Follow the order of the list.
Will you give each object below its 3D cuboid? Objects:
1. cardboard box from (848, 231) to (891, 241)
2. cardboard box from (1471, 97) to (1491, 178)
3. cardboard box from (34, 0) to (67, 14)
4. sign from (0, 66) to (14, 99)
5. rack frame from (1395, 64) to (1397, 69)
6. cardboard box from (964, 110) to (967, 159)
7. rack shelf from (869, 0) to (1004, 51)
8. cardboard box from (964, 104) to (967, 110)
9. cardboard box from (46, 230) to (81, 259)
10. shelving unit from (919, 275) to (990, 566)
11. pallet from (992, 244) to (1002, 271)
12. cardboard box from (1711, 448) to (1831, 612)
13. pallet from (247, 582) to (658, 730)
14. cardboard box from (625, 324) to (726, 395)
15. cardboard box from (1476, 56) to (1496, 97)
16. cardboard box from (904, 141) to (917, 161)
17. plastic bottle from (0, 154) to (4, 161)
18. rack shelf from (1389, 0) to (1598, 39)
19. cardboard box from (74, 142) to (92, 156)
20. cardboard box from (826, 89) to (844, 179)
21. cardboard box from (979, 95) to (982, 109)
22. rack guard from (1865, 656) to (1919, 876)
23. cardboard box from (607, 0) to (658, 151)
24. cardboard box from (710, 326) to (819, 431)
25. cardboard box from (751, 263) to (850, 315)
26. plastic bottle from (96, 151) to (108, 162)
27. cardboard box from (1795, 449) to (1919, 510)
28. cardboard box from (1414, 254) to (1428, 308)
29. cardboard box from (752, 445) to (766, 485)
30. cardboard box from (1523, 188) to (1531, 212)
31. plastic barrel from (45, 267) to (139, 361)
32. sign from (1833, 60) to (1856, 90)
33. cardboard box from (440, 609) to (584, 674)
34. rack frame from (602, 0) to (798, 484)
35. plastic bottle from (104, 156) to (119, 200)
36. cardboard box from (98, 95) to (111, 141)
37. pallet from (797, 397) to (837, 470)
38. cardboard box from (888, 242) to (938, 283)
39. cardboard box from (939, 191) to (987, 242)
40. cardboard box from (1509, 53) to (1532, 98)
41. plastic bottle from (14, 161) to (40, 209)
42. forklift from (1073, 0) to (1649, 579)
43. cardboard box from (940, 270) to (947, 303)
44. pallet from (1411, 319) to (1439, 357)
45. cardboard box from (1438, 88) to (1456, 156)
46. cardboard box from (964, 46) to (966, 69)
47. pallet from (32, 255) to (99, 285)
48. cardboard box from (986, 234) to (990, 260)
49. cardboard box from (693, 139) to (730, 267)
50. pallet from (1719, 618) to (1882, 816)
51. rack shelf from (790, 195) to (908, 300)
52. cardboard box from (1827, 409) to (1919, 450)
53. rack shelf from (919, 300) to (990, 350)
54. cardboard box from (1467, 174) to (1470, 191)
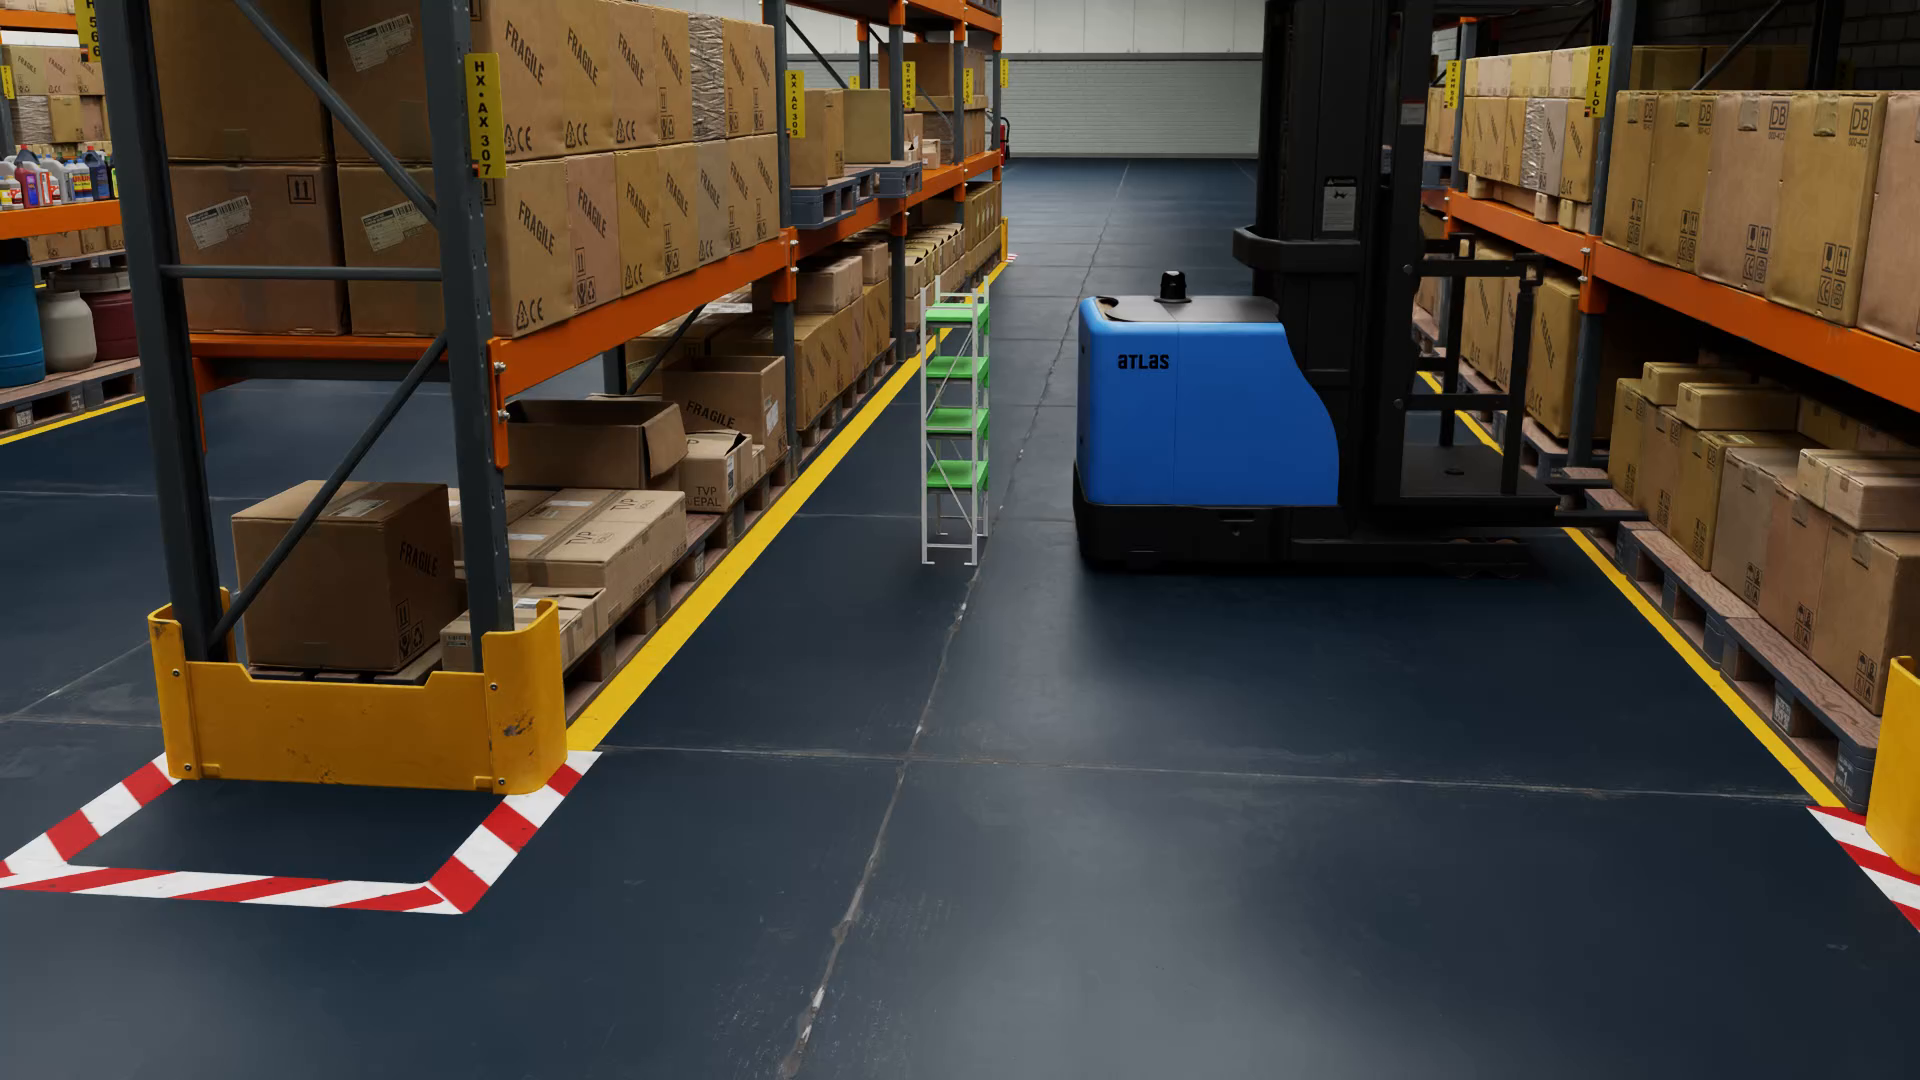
[{"bbox_3d":[-0.878,-2.633,15.041,0.500,0.311,0.500,1,15,4],"label":"cardboard box"},{"bbox_3d":[3.629,-2.616,10.789,0.500,0.500,0.500,2,15,8],"label":"cardboard box"},{"bbox_3d":[-9.948,-5.765,17.778,0.500,0.250,0.500,2,15,6],"label":"cardboard box"},{"bbox_3d":[-9.756,-4.687,17.030,0.100,0.325,0.005,2,15,6],"label":"sign"},{"bbox_3d":[4.909,-4.743,19.456,1.000,3.000,0.127,2,15,6],"label":"rack frame"},{"bbox_3d":[-0.308,-4.281,17.556,0.700,0.500,0.500,2,15,7],"label":"cardboard box"},{"bbox_3d":[-0.239,-5.470,17.776,1.077,0.370,4.000,2,15,6],"label":"rack shelf"},{"bbox_3d":[-0.128,-4.541,17.274,0.380,0.149,0.250,1,15,4],"label":"cardboard box"},{"bbox_3d":[-10.166,-3.391,18.439,0.500,0.500,0.500,7,17,24],"label":"cardboard box"},{"bbox_3d":[-0.019,-0.536,7.347,0.258,1.200,0.503,2,15,6],"label":"shelving unit"},{"bbox_3d":[-0.058,-3.342,19.618,1.003,0.211,1.213,2,15,6],"label":"pallet"},{"bbox_3d":[3.196,-0.034,6.025,0.700,0.500,0.500,1,15,4],"label":"cardboard box"},{"bbox_3d":[-1.721,0.382,5.847,1.003,0.211,1.213,2,15,6],"label":"pallet"},{"bbox_3d":[-1.597,-0.918,9.255,0.500,0.500,0.500,2,15,6],"label":"cardboard box"},{"bbox_3d":[3.639,-2.982,10.707,0.500,0.250,0.500,1,15,5],"label":"cardboard box"},{"bbox_3d":[-0.623,-2.996,13.167,0.500,0.311,0.500,2,15,6],"label":"cardboard box"},{"bbox_3d":[-6.386,-2.432,11.005,0.144,0.351,0.185,2,15,6],"label":"plastic bottle"},{"bbox_3d":[4.232,-4.287,13.403,1.077,0.370,4.000,2,15,6],"label":"rack shelf"},{"bbox_3d":[-9.855,-4.328,18.401,0.380,0.149,0.250,2,15,6],"label":"cardboard box"},{"bbox_3d":[-1.077,-2.323,9.510,0.700,0.500,0.500,4,16,15],"label":"cardboard box"},{"bbox_3d":[0.045,-4.945,18.769,0.380,0.149,0.250,2,15,7],"label":"cardboard box"},{"bbox_3d":[3.101,0.620,4.412,1.175,0.500,0.348,2,15,6],"label":"rack guard"},{"bbox_3d":[-1.394,-1.642,5.880,0.500,0.500,0.500,2,15,7],"label":"cardboard box"},{"bbox_3d":[-1.071,-0.900,9.188,0.500,0.500,0.500,1,15,4],"label":"cardboard box"},{"bbox_3d":[-0.958,-1.521,10.049,0.500,0.250,0.500,2,15,6],"label":"cardboard box"},{"bbox_3d":[-6.260,-2.677,12.054,0.152,0.276,0.135,2,15,6],"label":"plastic bottle"},{"bbox_3d":[2.945,-0.192,5.366,0.380,0.149,0.250,2,15,8],"label":"cardboard box"},{"bbox_3d":[4.285,-2.253,14.194,0.700,0.500,0.500,2,15,7],"label":"cardboard box"},{"bbox_3d":[-1.133,-0.357,7.853,0.380,0.149,0.250,2,15,6],"label":"cardboard box"},{"bbox_3d":[3.540,-2.012,9.798,0.380,0.149,0.250,2,15,8],"label":"cardboard box"},{"bbox_3d":[-6.003,-1.578,11.567,0.600,0.588,0.708,2,15,6],"label":"plastic barrel"},{"bbox_3d":[4.106,-2.071,7.763,0.100,0.325,0.005,2,15,6],"label":"sign"},{"bbox_3d":[-1.430,0.327,5.324,0.380,0.149,0.250,2,15,6],"label":"cardboard box"},{"bbox_3d":[-1.368,-1.776,8.482,1.000,3.000,0.127,2,15,6],"label":"rack frame"},{"bbox_3d":[-5.624,-2.407,11.041,0.061,0.283,0.133,2,15,6],"label":"plastic bottle"},{"bbox_3d":[-10.050,-4.840,19.052,0.875,0.500,0.500,2,15,6],"label":"cardboard box"},{"bbox_3d":[-1.313,-0.641,9.630,1.003,0.211,1.213,2,15,6],"label":"pallet"},{"bbox_3d":[-0.455,-2.355,14.013,0.500,0.311,0.500,1,15,5],"label":"cardboard box"},{"bbox_3d":[0.011,-3.458,17.731,0.500,0.500,0.500,2,15,6],"label":"cardboard box"},{"bbox_3d":[3.535,-2.720,9.737,0.500,0.250,0.500,1,15,5],"label":"cardboard box"},{"bbox_3d":[-5.723,-2.179,10.197,0.061,0.283,0.133,2,15,6],"label":"plastic bottle"},{"bbox_3d":[2.051,-1.391,7.192,3.031,2.935,1.130,0,15,1],"label":"forklift"},{"bbox_3d":[-0.399,-2.214,14.566,0.500,0.250,0.500,2,15,7],"label":"cardboard box"},{"bbox_3d":[4.096,-1.525,12.896,1.003,0.211,1.213,2,15,6],"label":"pallet"},{"bbox_3d":[4.085,-3.197,12.703,0.700,0.500,0.500,0,15,1],"label":"cardboard box"},{"bbox_3d":[-0.308,-4.901,17.364,0.700,0.500,0.500,2,15,6],"label":"cardboard box"},{"bbox_3d":[-10.267,-2.972,18.250,1.003,0.211,1.213,2,15,6],"label":"pallet"},{"bbox_3d":[0.062,-3.226,18.309,0.500,0.250,0.500,2,15,6],"label":"cardboard box"},{"bbox_3d":[-1.282,-1.420,6.974,0.500,0.500,0.500,2,15,8],"label":"cardboard box"},{"bbox_3d":[3.116,0.543,5.249,1.003,0.211,1.213,2,15,6],"label":"pallet"},{"bbox_3d":[-1.142,-1.947,10.494,1.077,0.370,4.000,2,15,6],"label":"rack shelf"},{"bbox_3d":[3.409,-0.377,6.053,0.380,0.149,0.250,2,15,7],"label":"cardboard box"},{"bbox_3d":[-0.019,-0.938,7.238,0.258,0.148,0.480,2,15,6],"label":"rack shelf"},{"bbox_3d":[3.739,-2.478,11.522,0.380,0.149,0.250,1,15,5],"label":"cardboard box"}]
